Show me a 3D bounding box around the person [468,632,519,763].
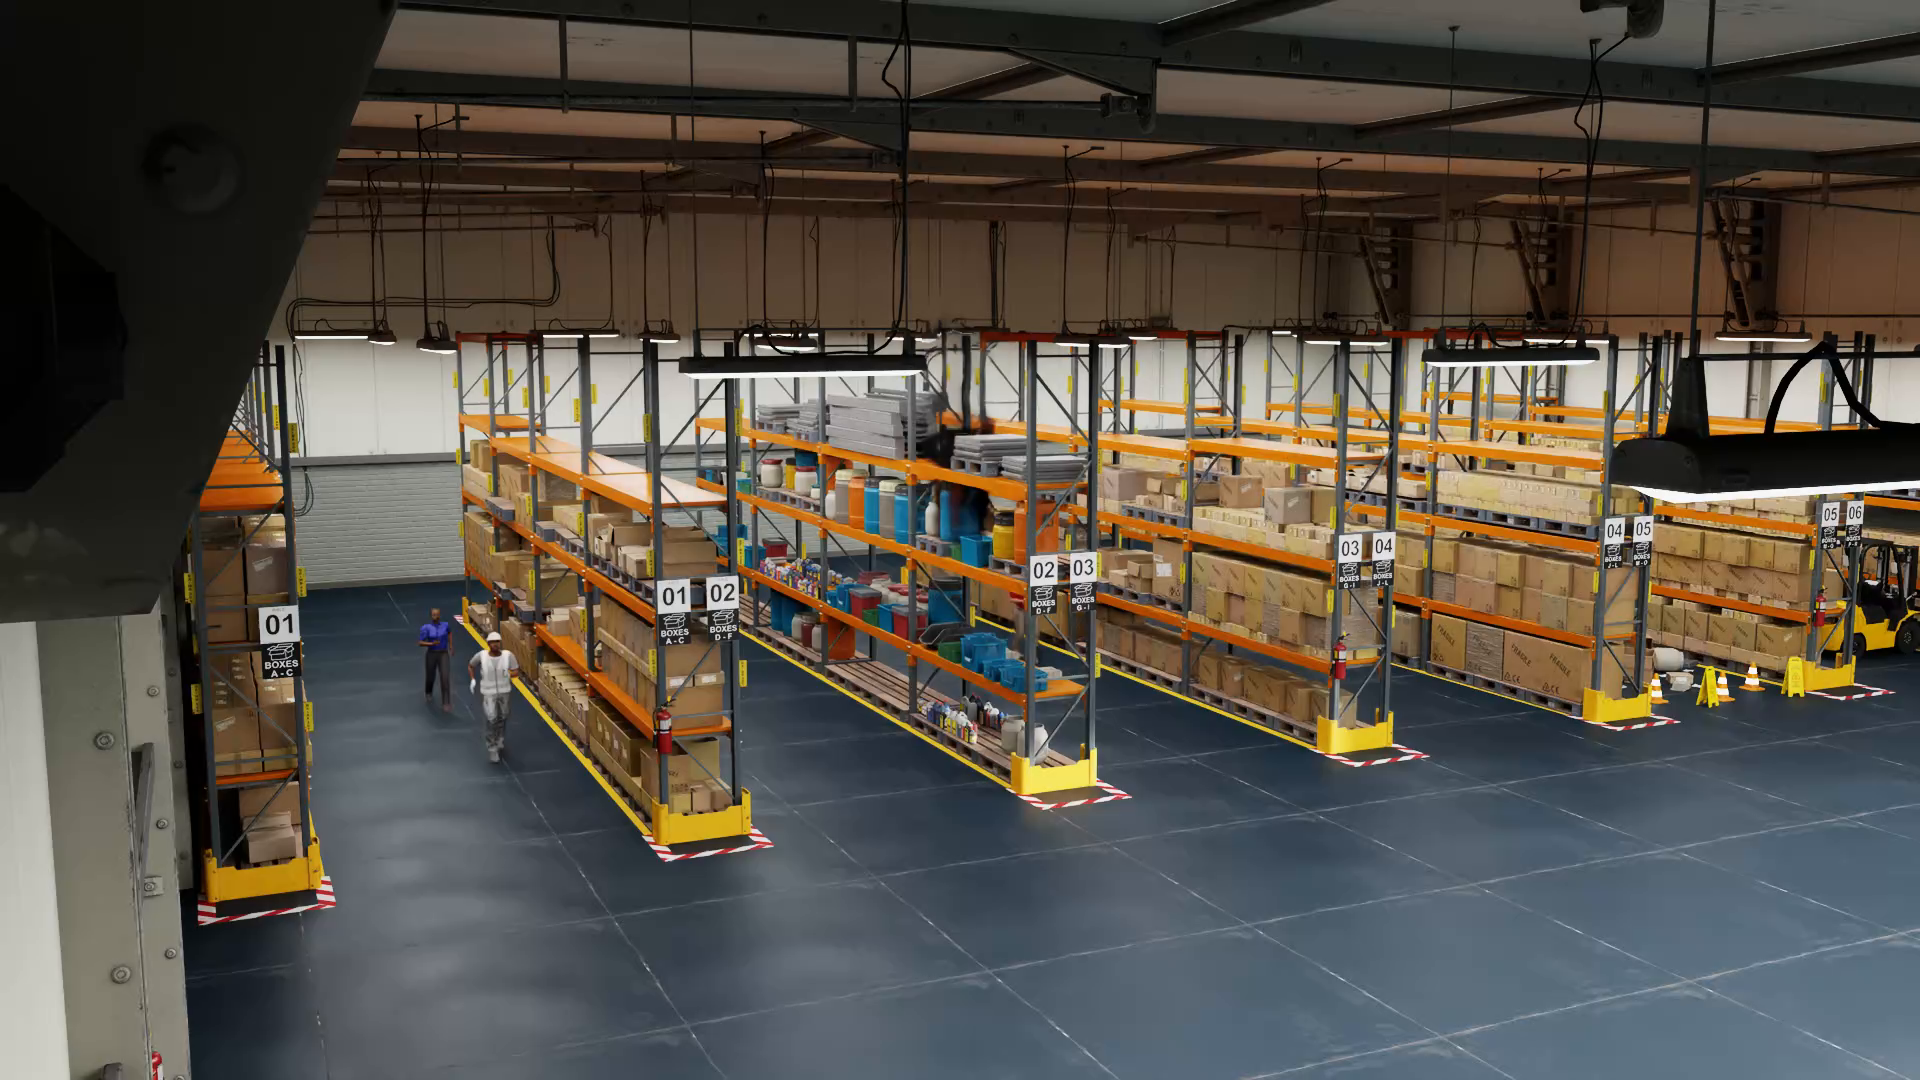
[{"bbox_3d":[-6.678,2.230,23.905,0.670,1.846,0.804,-4,9,-27],"label":"person"}]

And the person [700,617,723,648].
[{"bbox_3d":[-4.553,1.336,30.634,0.672,1.771,0.838,-5,9,-31],"label":"person"}]

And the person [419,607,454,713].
[{"bbox_3d":[-8.406,1.894,26.744,0.575,1.645,0.938,-4,9,-28],"label":"person"}]

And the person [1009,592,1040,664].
[{"bbox_3d":[1.189,1.396,30.455,0.640,1.800,0.795,-3,8,-22],"label":"person"}]
